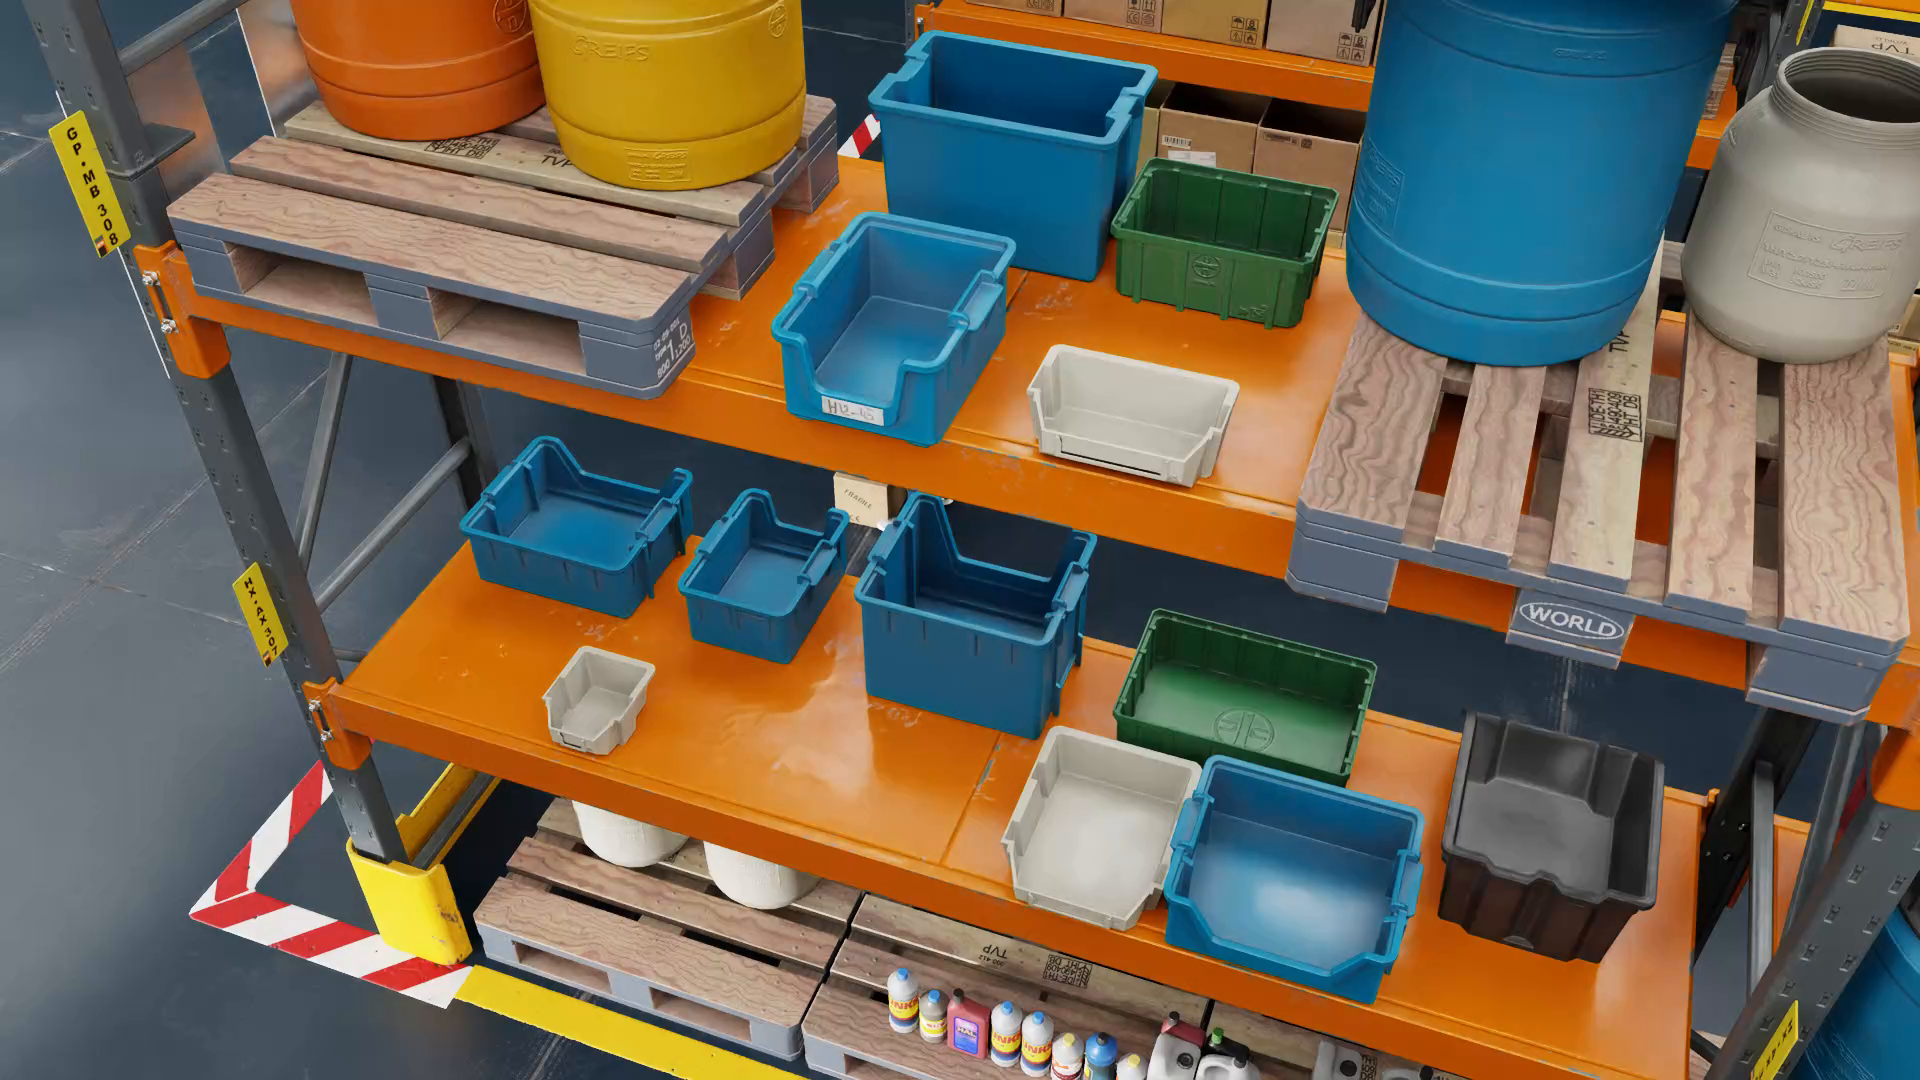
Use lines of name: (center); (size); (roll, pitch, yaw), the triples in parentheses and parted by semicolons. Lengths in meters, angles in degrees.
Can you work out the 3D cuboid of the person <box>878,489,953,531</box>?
person: (-0.170, -0.689, 6.931); (0.343, 1.593, 0.460); (14, 44, 15)
